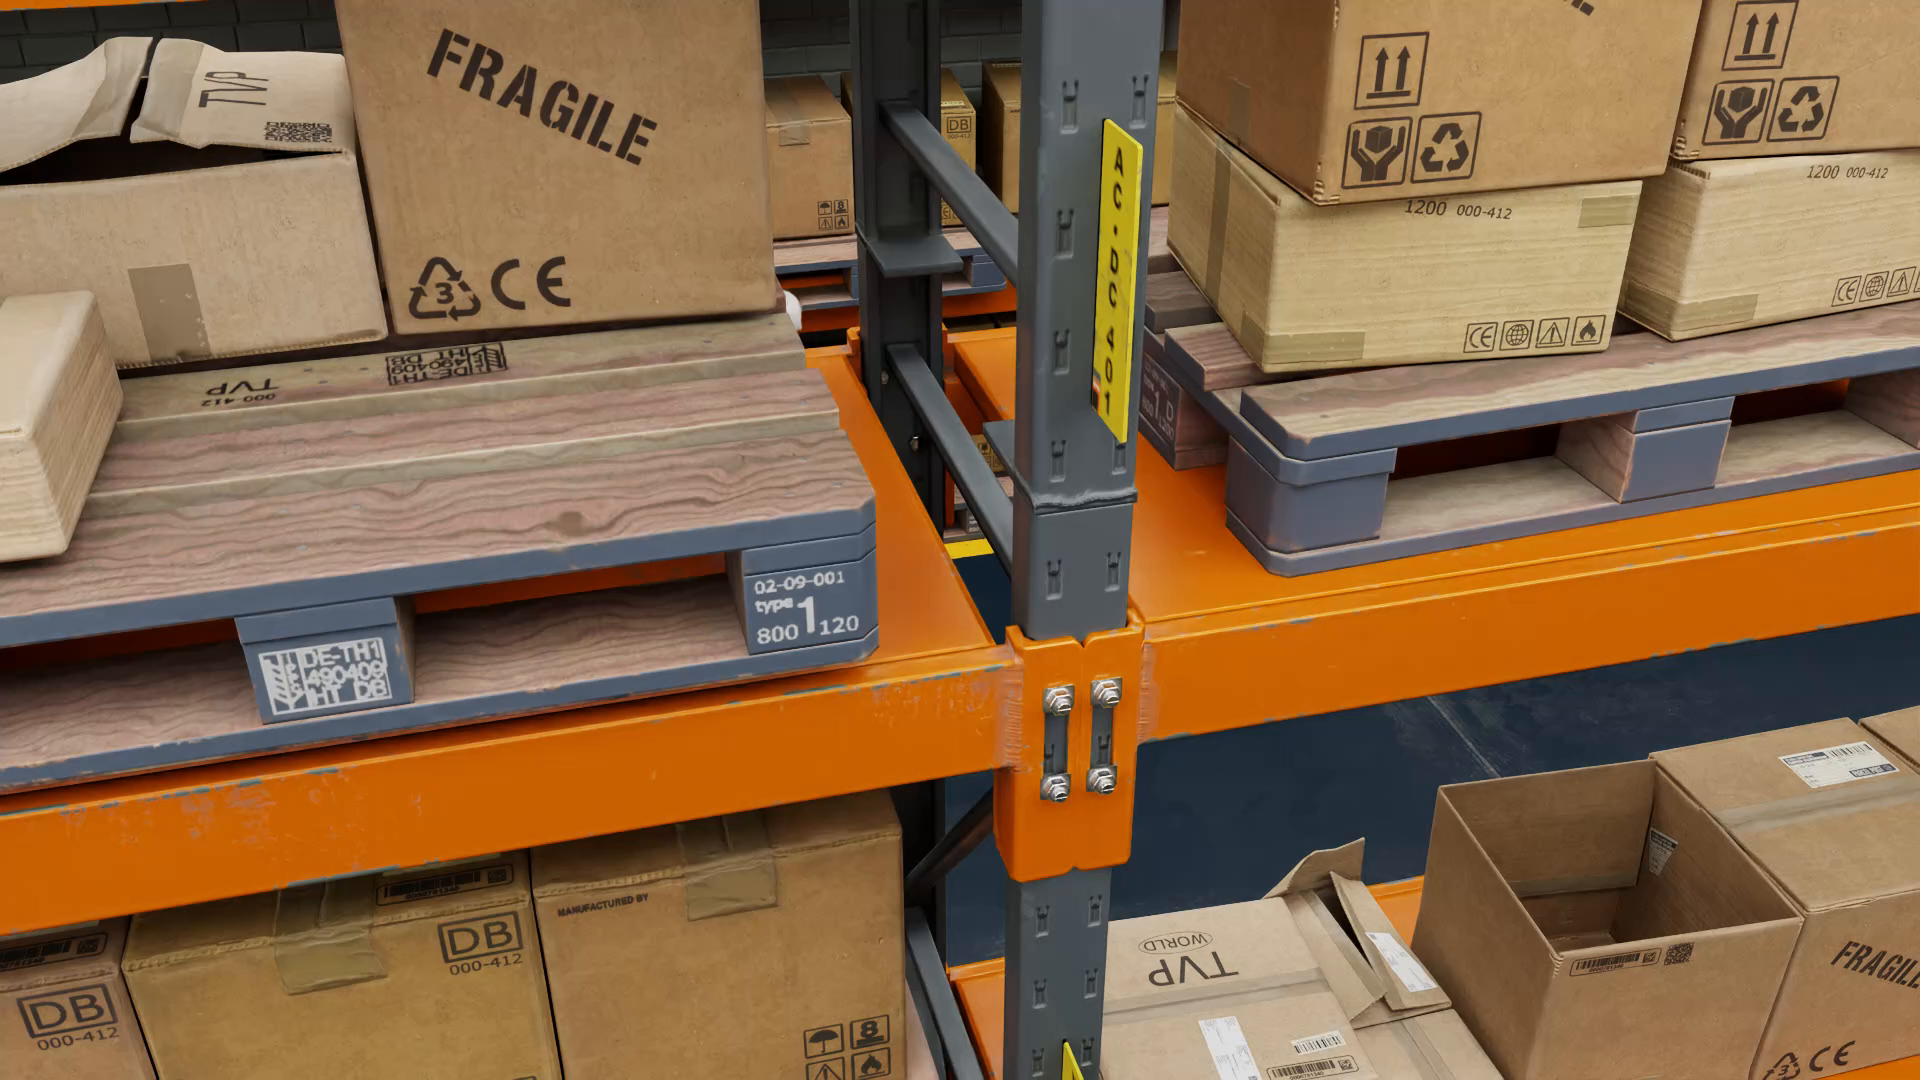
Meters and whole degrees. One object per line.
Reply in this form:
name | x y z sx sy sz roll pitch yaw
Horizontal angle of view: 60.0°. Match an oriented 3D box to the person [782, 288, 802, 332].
person | -0.836 -0.115 6.310 0.585 1.760 0.504 -7 31 -12
